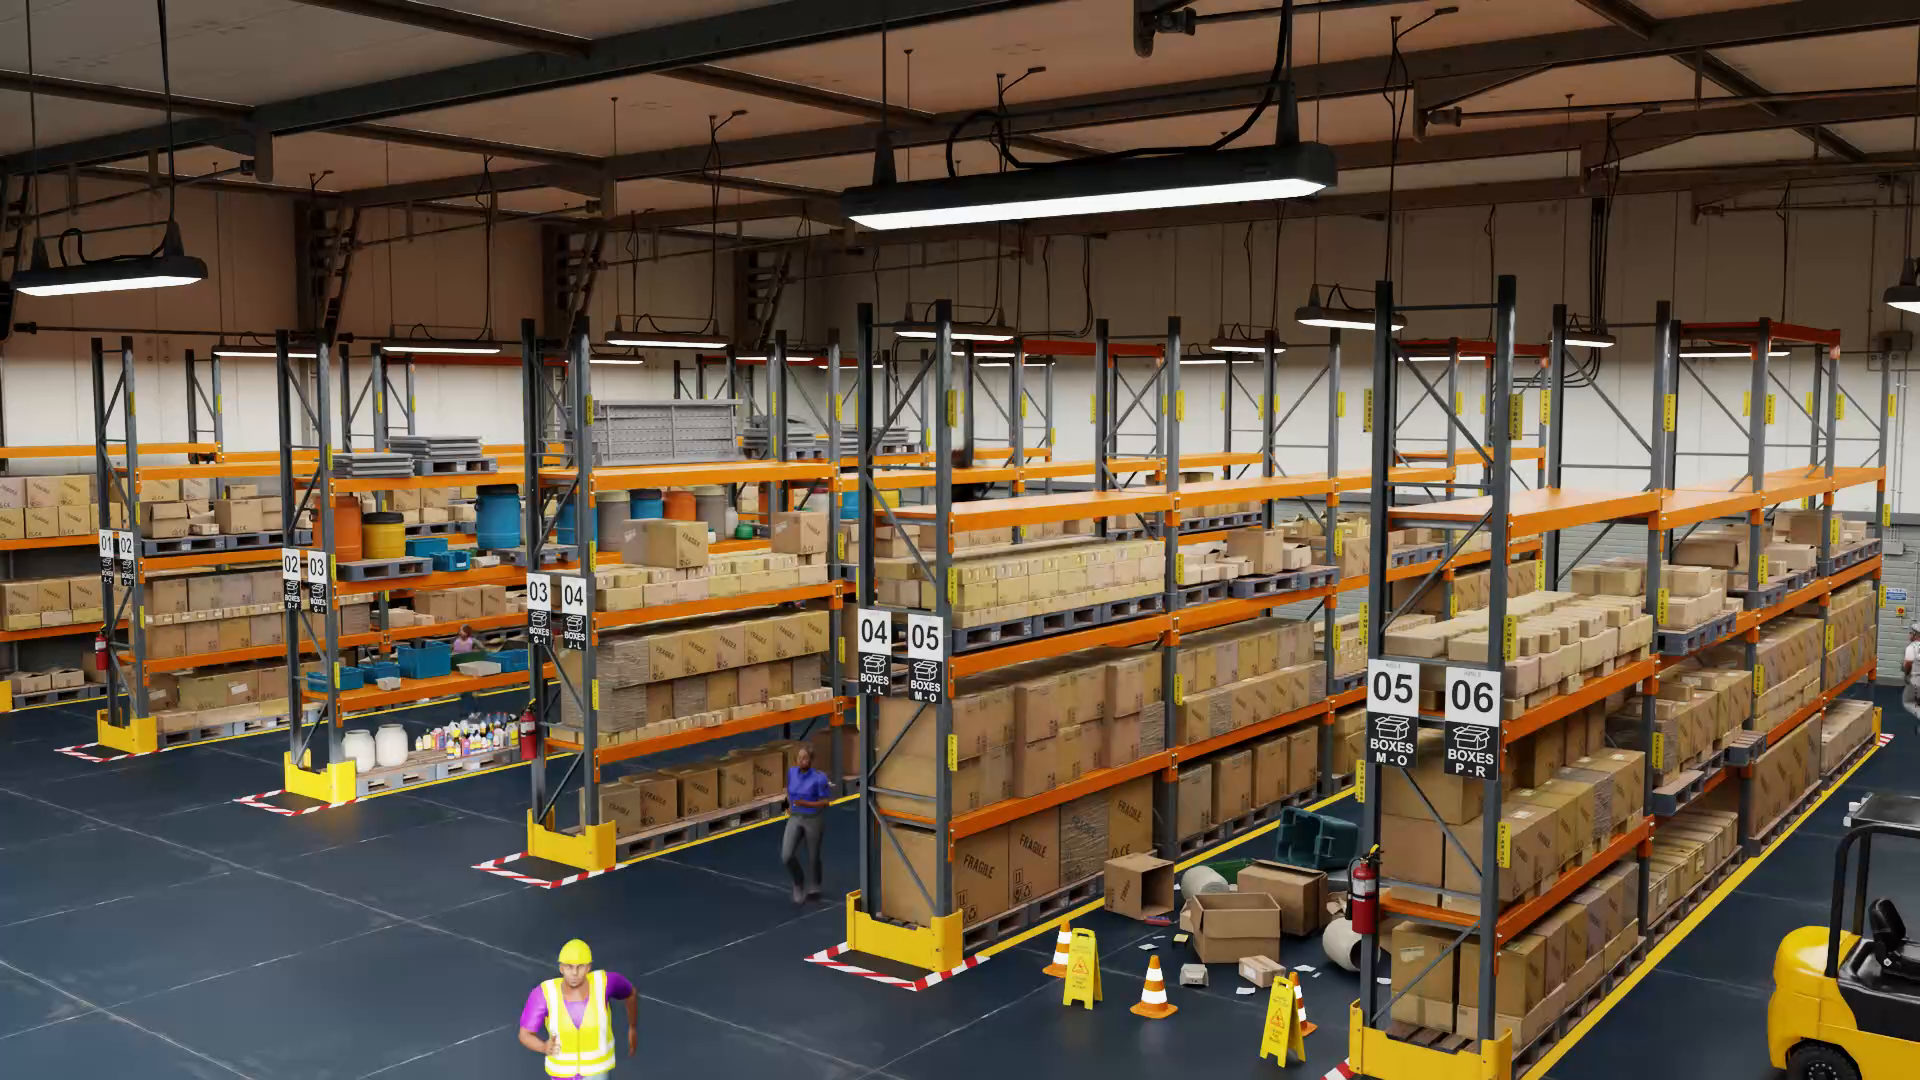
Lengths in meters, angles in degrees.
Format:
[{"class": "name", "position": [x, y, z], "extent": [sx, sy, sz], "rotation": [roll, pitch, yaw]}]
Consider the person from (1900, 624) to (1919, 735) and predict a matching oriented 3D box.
[{"class": "person", "position": [14.562, 2.117, 25.294], "extent": [0.665, 1.706, 0.547], "rotation": [0, 5, -1]}]

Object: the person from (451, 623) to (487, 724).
[{"class": "person", "position": [-7.687, 2.106, 25.899], "extent": [0.518, 1.639, 0.690], "rotation": [2, 5, 21]}]

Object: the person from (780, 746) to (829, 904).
[{"class": "person", "position": [-1.565, 2.881, 16.892], "extent": [0.554, 1.630, 0.751], "rotation": [1, 5, 15]}]

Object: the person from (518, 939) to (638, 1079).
[{"class": "person", "position": [-2.411, 3.378, 10.534], "extent": [0.729, 1.799, 0.952], "rotation": [-1, 5, -9]}]
